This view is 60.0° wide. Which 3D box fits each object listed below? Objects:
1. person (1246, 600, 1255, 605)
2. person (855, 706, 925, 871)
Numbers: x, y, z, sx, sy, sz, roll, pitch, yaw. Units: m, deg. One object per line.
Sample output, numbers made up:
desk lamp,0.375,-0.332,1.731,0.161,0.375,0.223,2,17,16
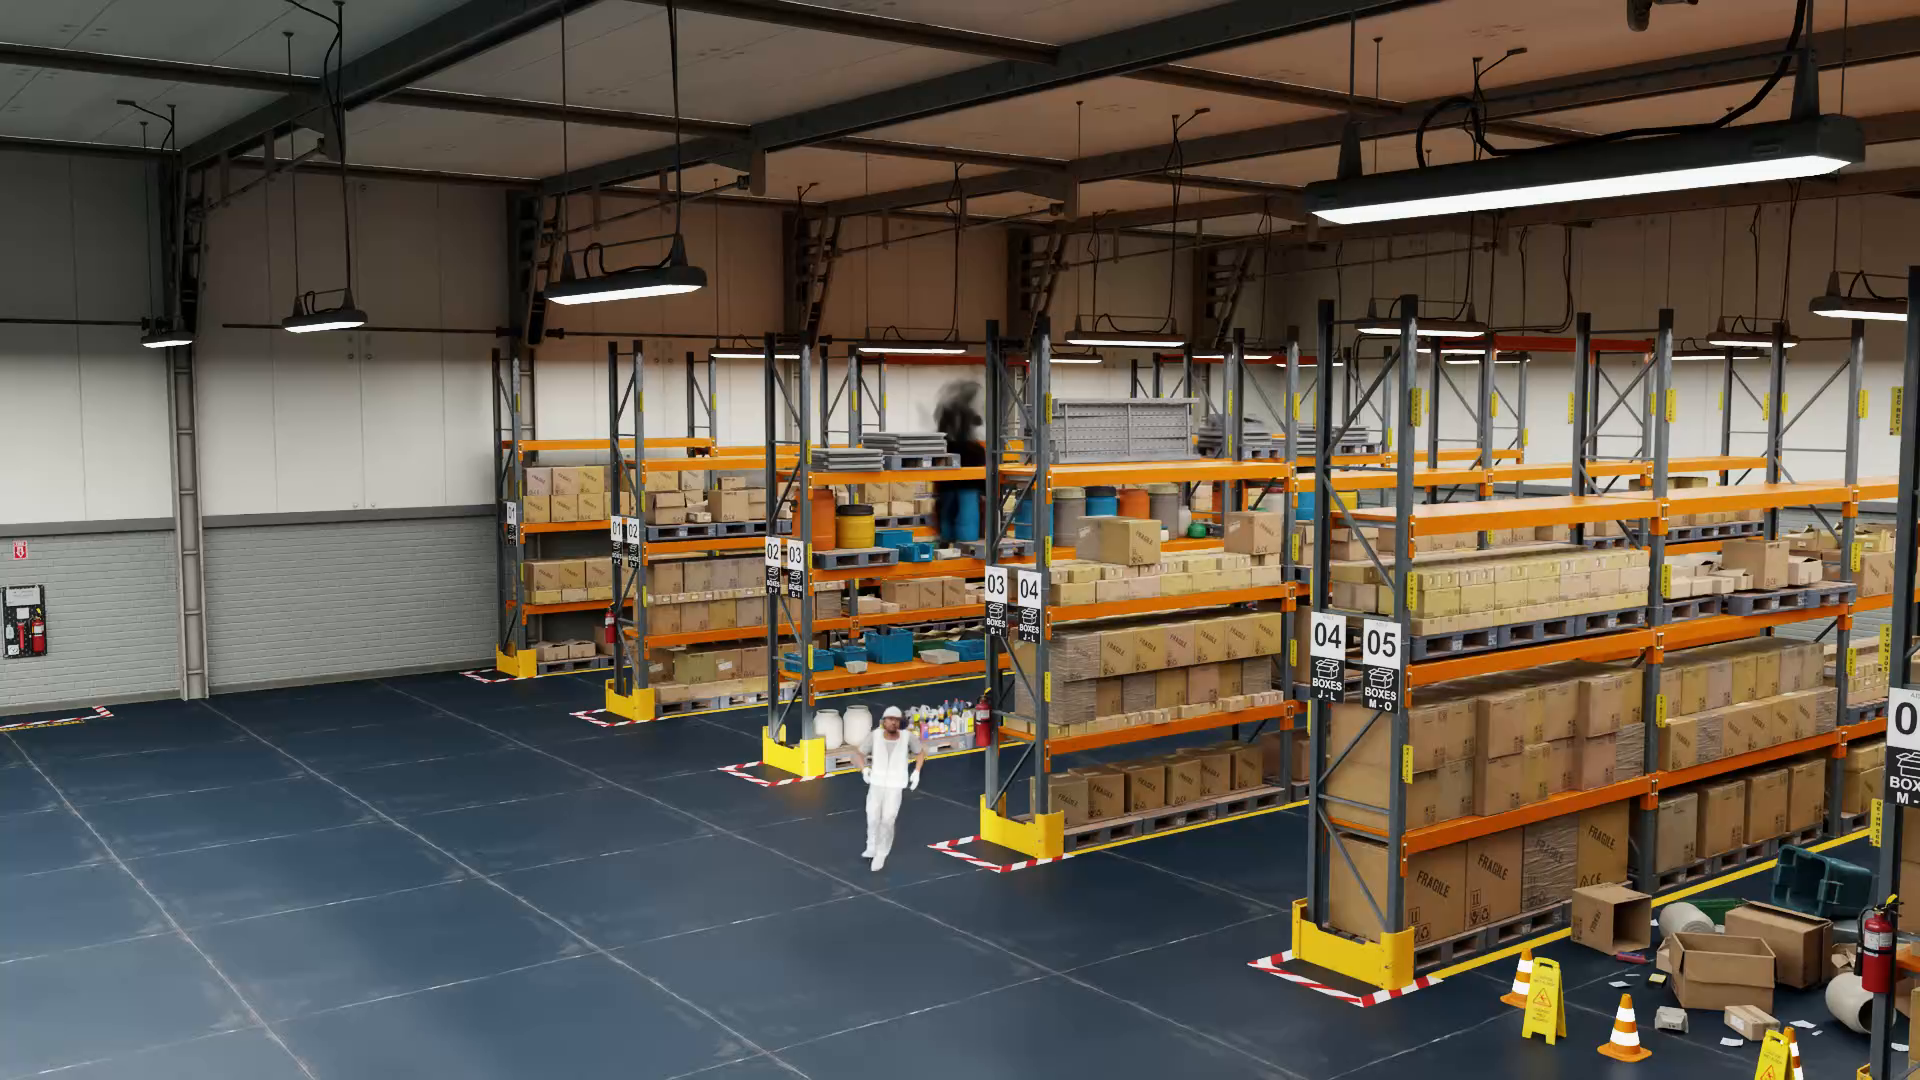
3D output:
person,5.843,1.417,32.660,0.669,1.816,0.804,5,7,44
person,-0.785,2.699,18.186,0.738,1.785,0.664,1,5,8
